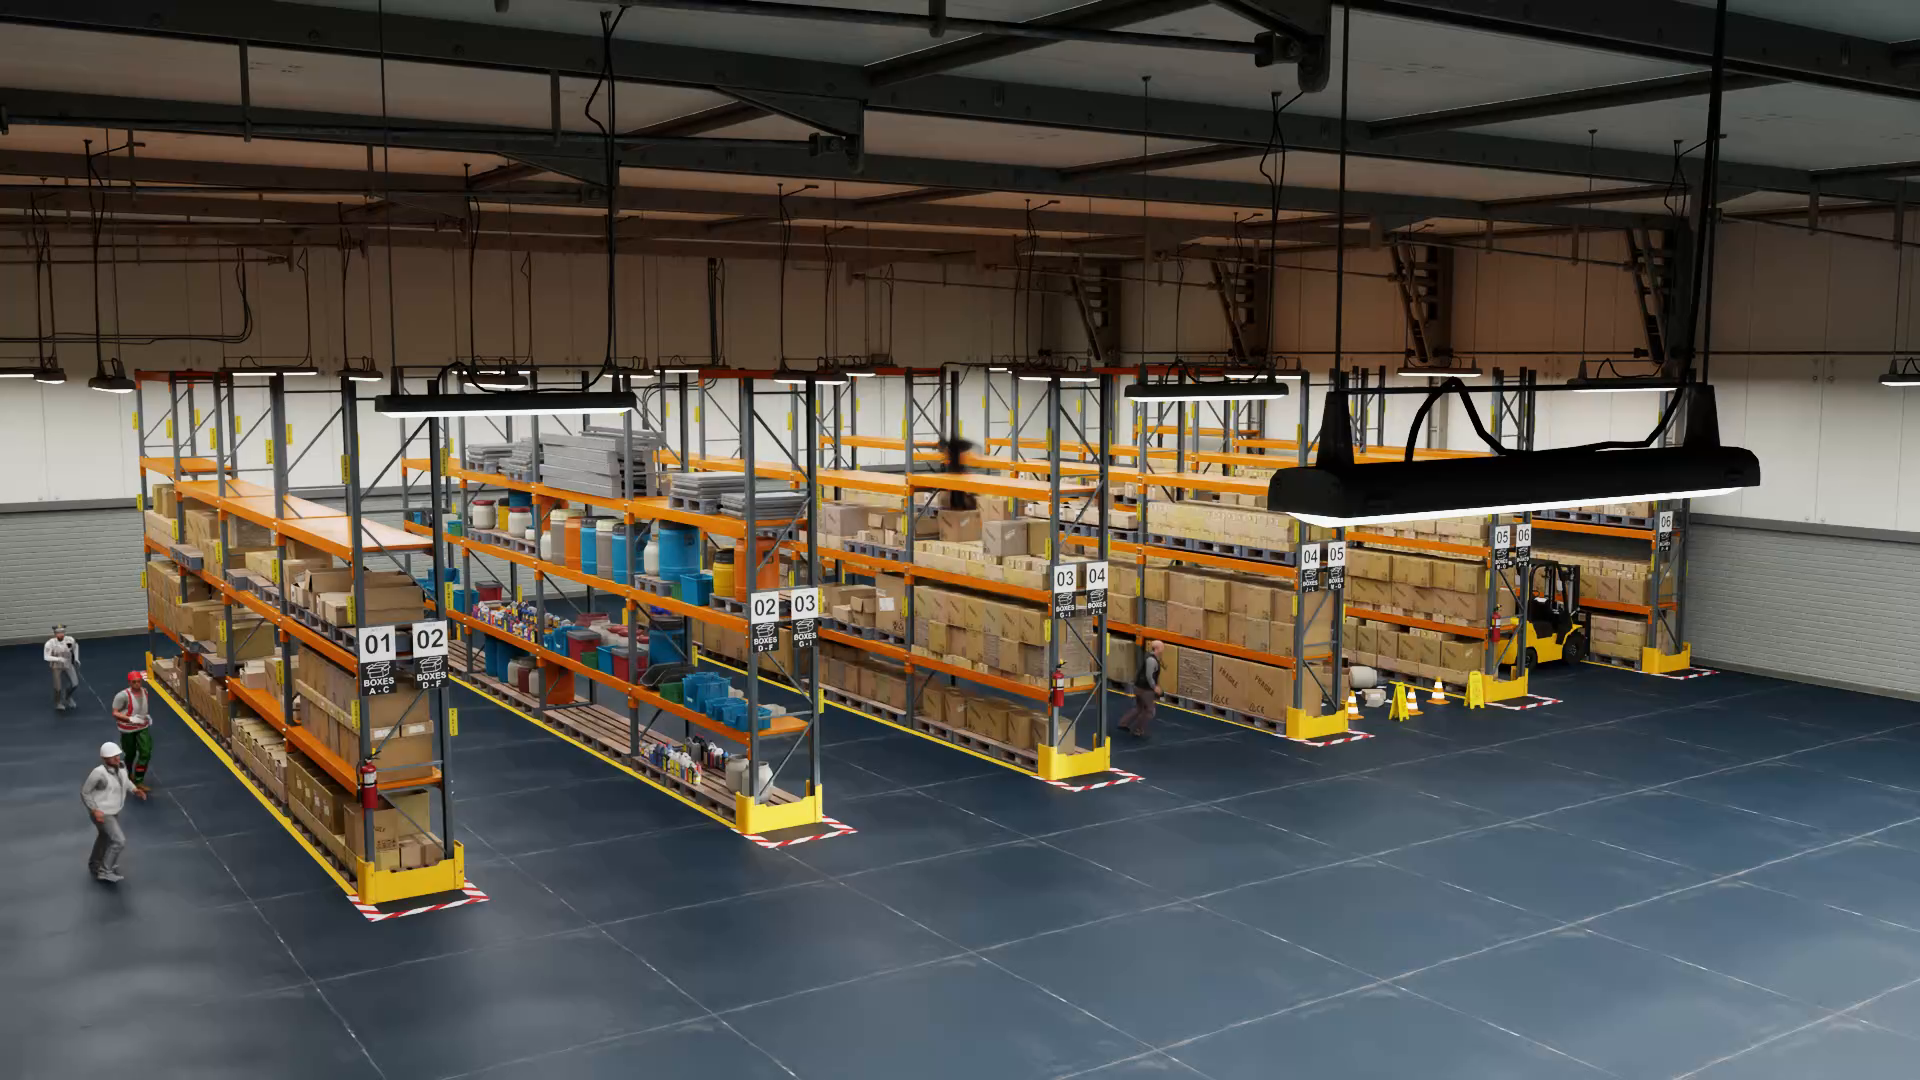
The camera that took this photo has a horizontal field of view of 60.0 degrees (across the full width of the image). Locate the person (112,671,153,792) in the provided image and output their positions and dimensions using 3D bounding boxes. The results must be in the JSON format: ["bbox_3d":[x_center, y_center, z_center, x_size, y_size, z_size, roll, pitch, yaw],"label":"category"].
[{"bbox_3d":[-12.003,2.737,24.039,0.865,1.759,0.627,5,8,36],"label":"person"}]

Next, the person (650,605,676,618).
[{"bbox_3d":[-5.959,1.767,33.295,0.580,1.687,0.897,-3,7,-27],"label":"person"}]

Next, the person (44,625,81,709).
[{"bbox_3d":[-15.832,2.239,29.339,0.610,1.580,0.827,-6,9,-41],"label":"person"}]

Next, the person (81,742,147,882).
[{"bbox_3d":[-10.226,3.248,20.044,0.812,1.714,0.685,0,6,-3],"label":"person"}]

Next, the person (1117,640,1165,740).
[{"bbox_3d":[2.963,2.450,27.229,0.759,1.660,0.642,0,6,3],"label":"person"}]
